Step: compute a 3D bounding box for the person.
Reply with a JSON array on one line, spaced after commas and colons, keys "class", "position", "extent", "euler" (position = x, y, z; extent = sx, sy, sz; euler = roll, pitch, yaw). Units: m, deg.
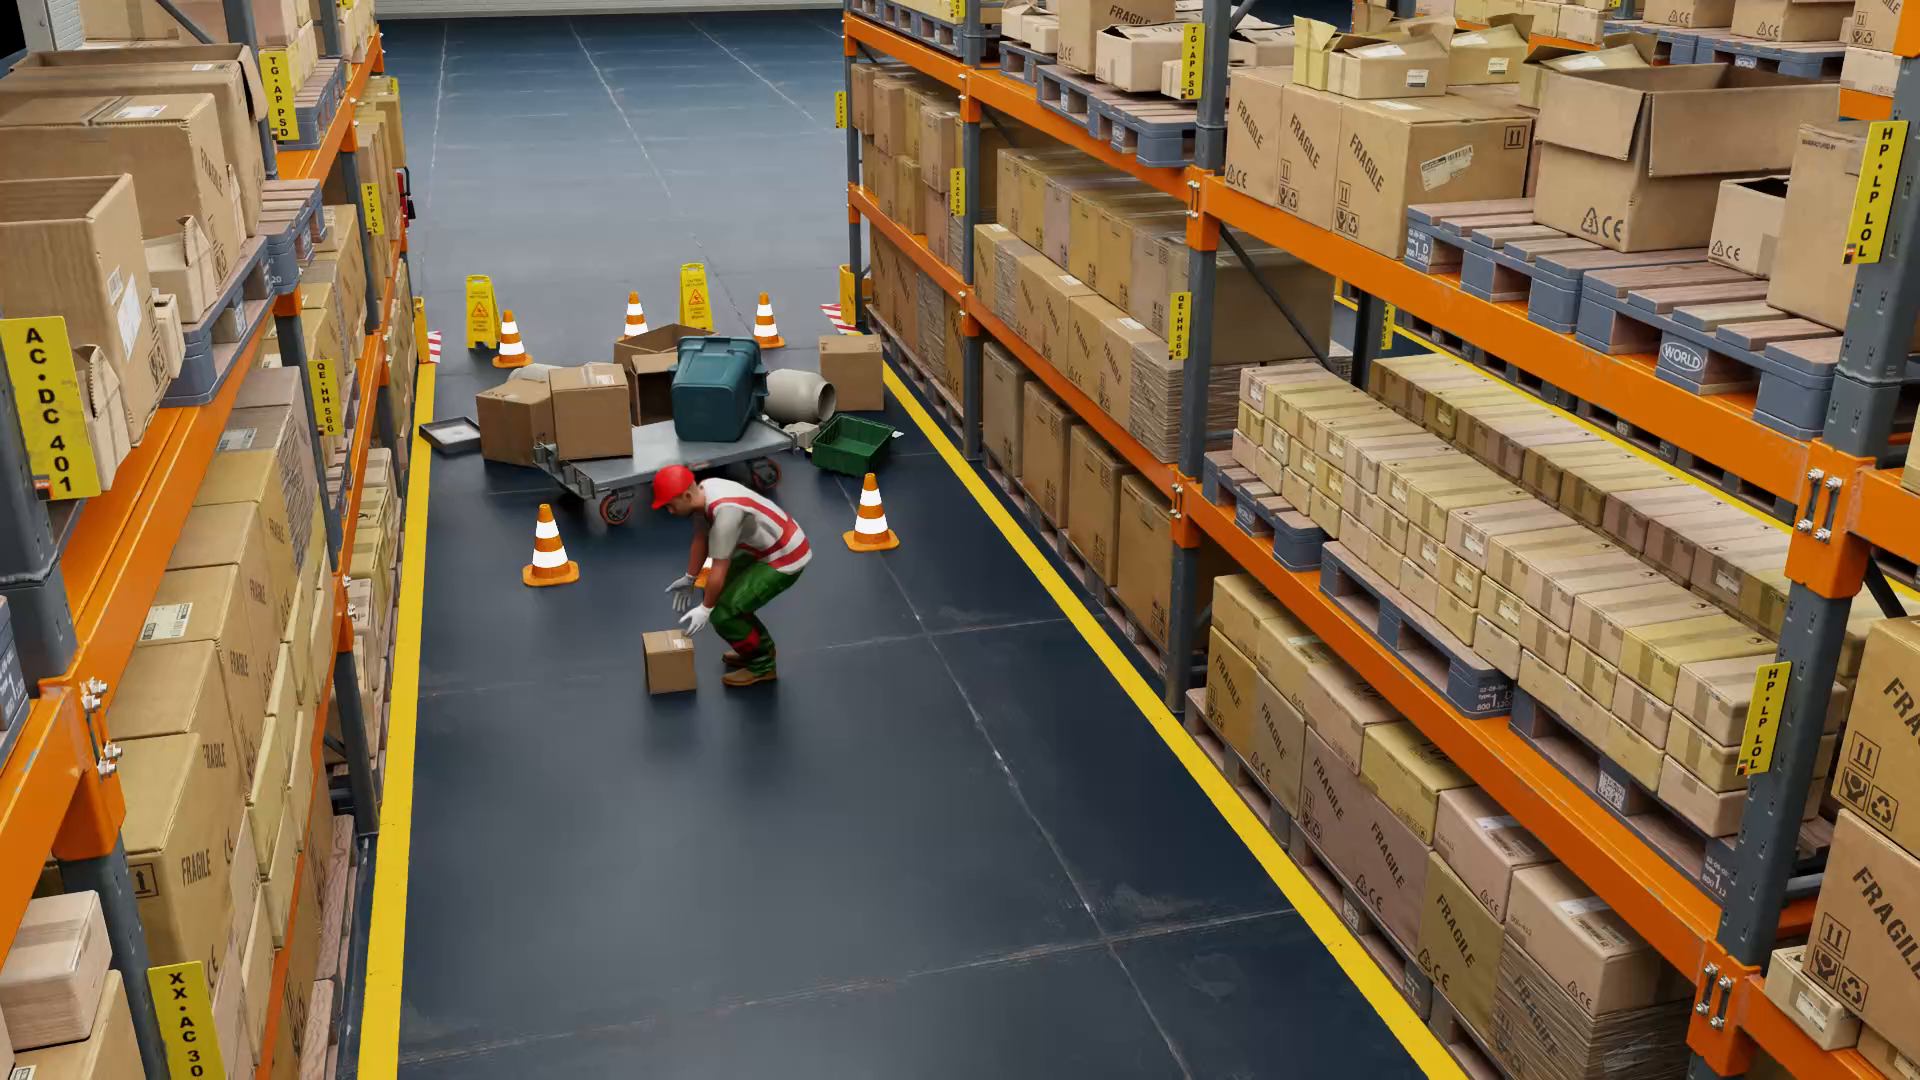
[{"class": "person", "position": [-1.198, 0.165, 8.857], "extent": [0.829, 1.260, 0.585], "euler": [-6, 23, -14]}]
